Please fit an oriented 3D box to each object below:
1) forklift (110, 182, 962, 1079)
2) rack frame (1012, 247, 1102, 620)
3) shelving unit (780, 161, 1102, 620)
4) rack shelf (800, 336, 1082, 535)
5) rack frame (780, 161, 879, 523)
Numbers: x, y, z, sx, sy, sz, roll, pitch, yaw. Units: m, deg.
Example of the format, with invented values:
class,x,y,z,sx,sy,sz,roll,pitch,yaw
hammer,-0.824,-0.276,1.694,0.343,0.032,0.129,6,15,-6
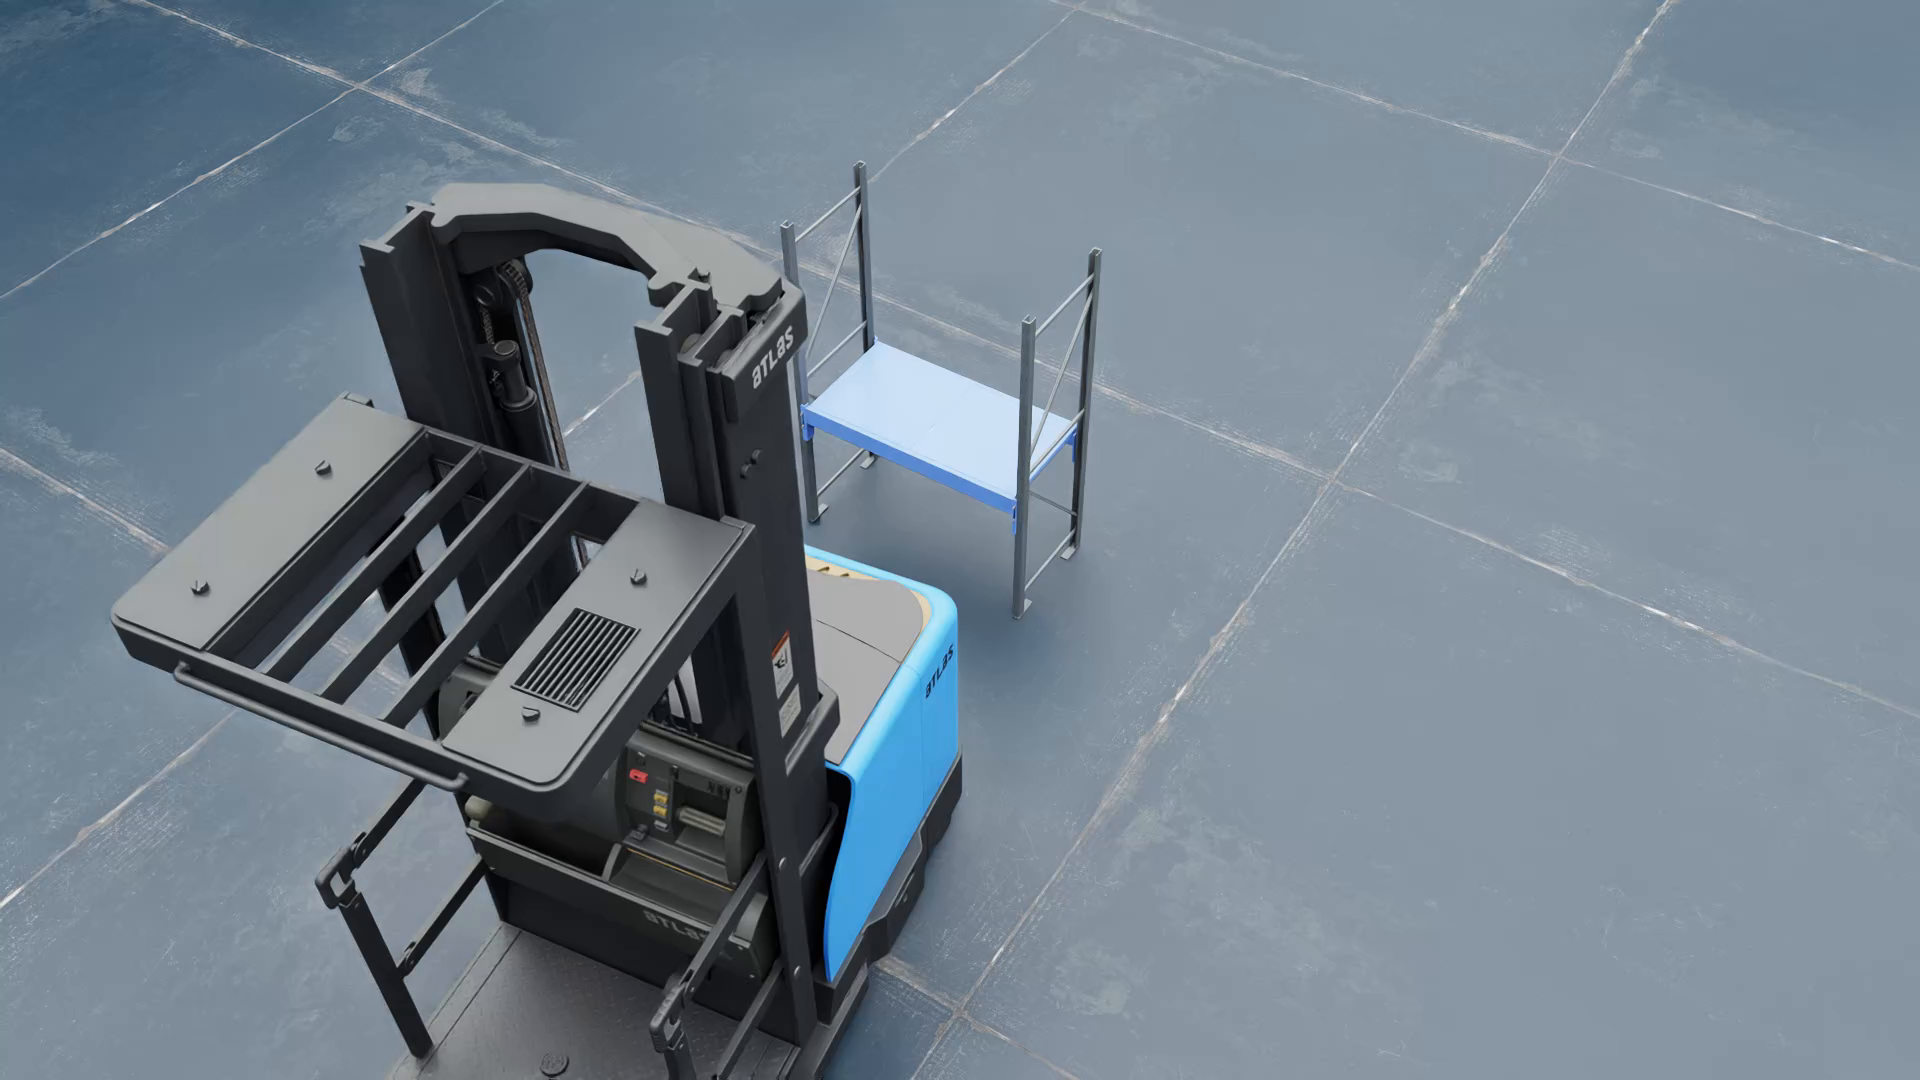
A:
class,x,y,z,sx,sy,sz,roll,pitch,yaw
forklift,-1.053,0.727,4.222,1.130,2.935,3.031,18,48,16
rack frame,0.356,-0.359,6.275,0.032,1.500,0.500,25,51,22
shelving unit,-0.072,-0.556,6.466,1.048,1.500,0.538,25,51,22
rack shelf,-0.072,-0.430,6.595,1.000,0.185,0.538,25,51,22
rack frame,-0.500,-0.753,6.657,0.032,1.500,0.500,25,51,22
